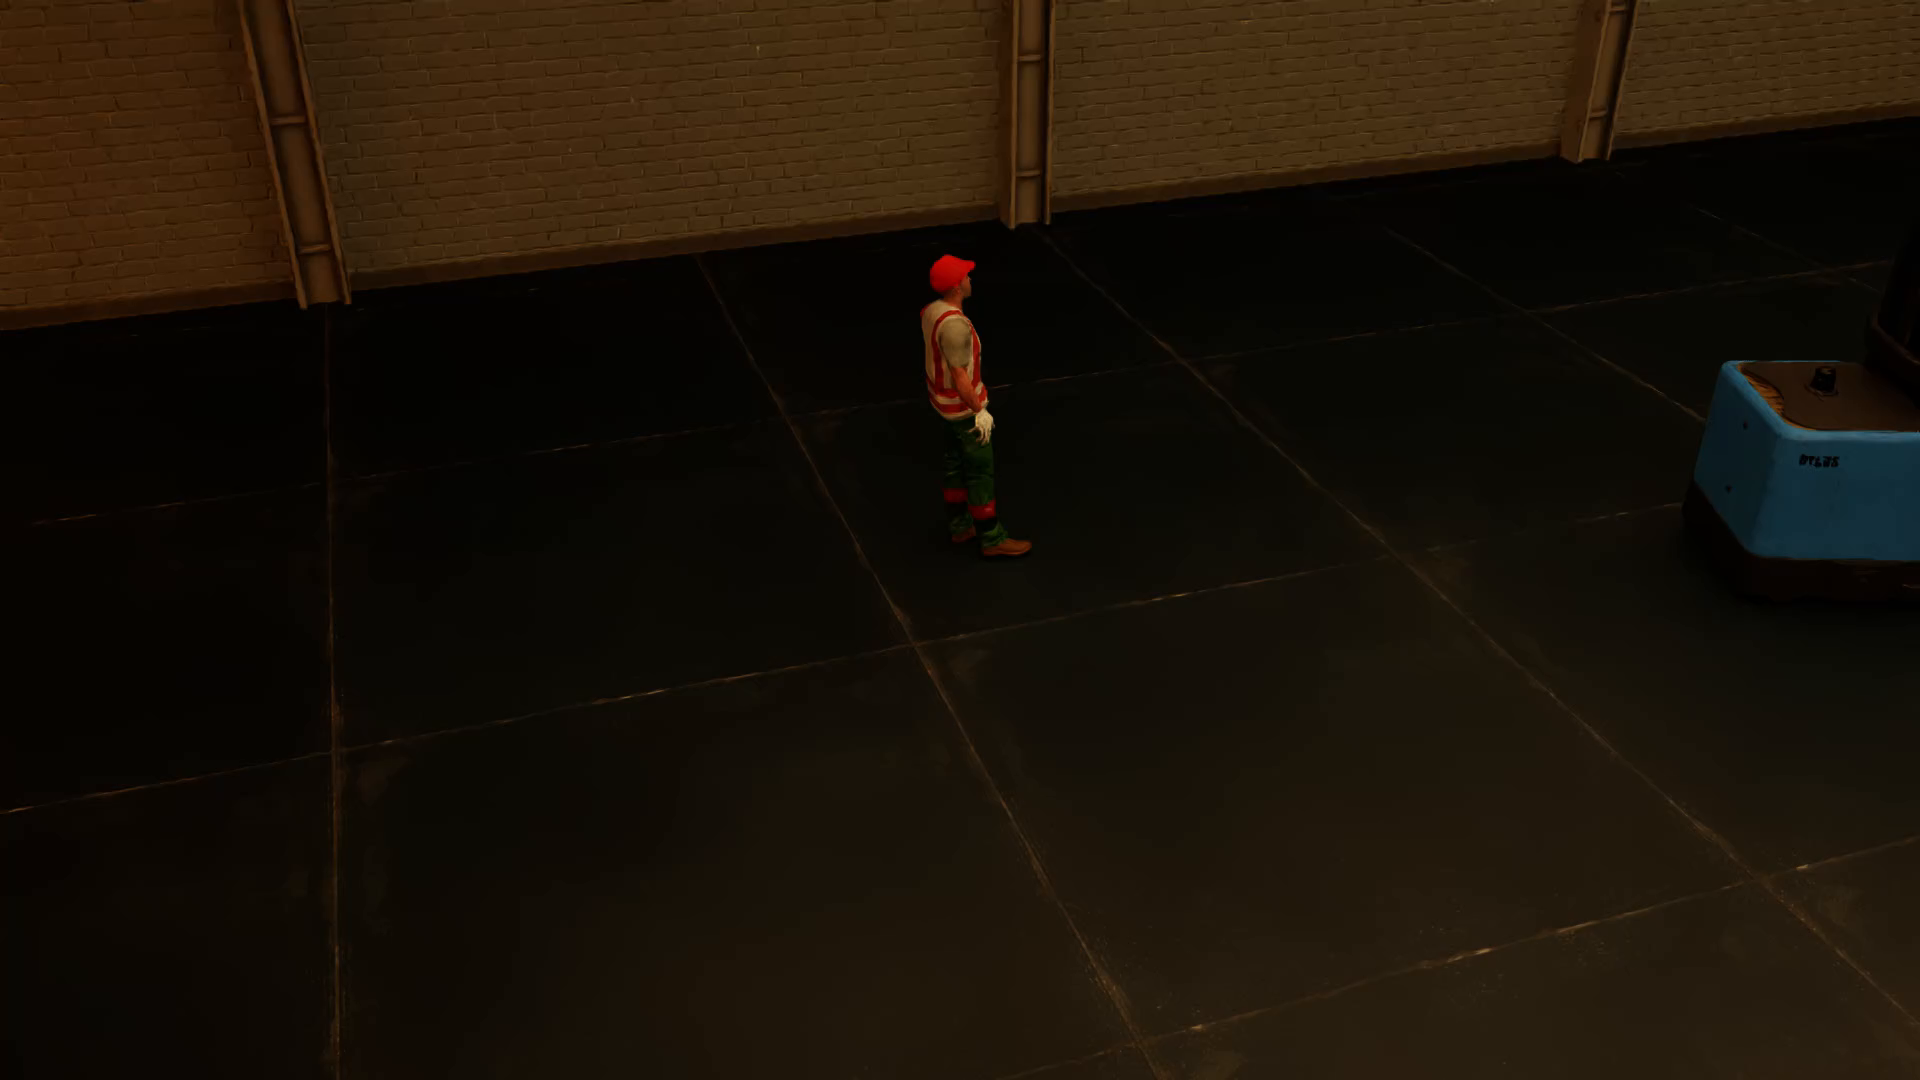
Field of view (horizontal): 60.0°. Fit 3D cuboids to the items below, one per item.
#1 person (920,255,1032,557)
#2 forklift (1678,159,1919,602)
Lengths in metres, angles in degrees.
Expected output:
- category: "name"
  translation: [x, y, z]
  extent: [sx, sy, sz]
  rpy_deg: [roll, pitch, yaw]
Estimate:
- category: "person"
  translation: [0.080, -0.789, 9.589]
  extent: [0.563, 1.787, 0.637]
  rpy_deg: [-10, 31, -16]
- category: "forklift"
  translation: [5.891, -1.132, 9.054]
  extent: [3.031, 2.935, 1.130]
  rpy_deg: [1, 30, 2]
